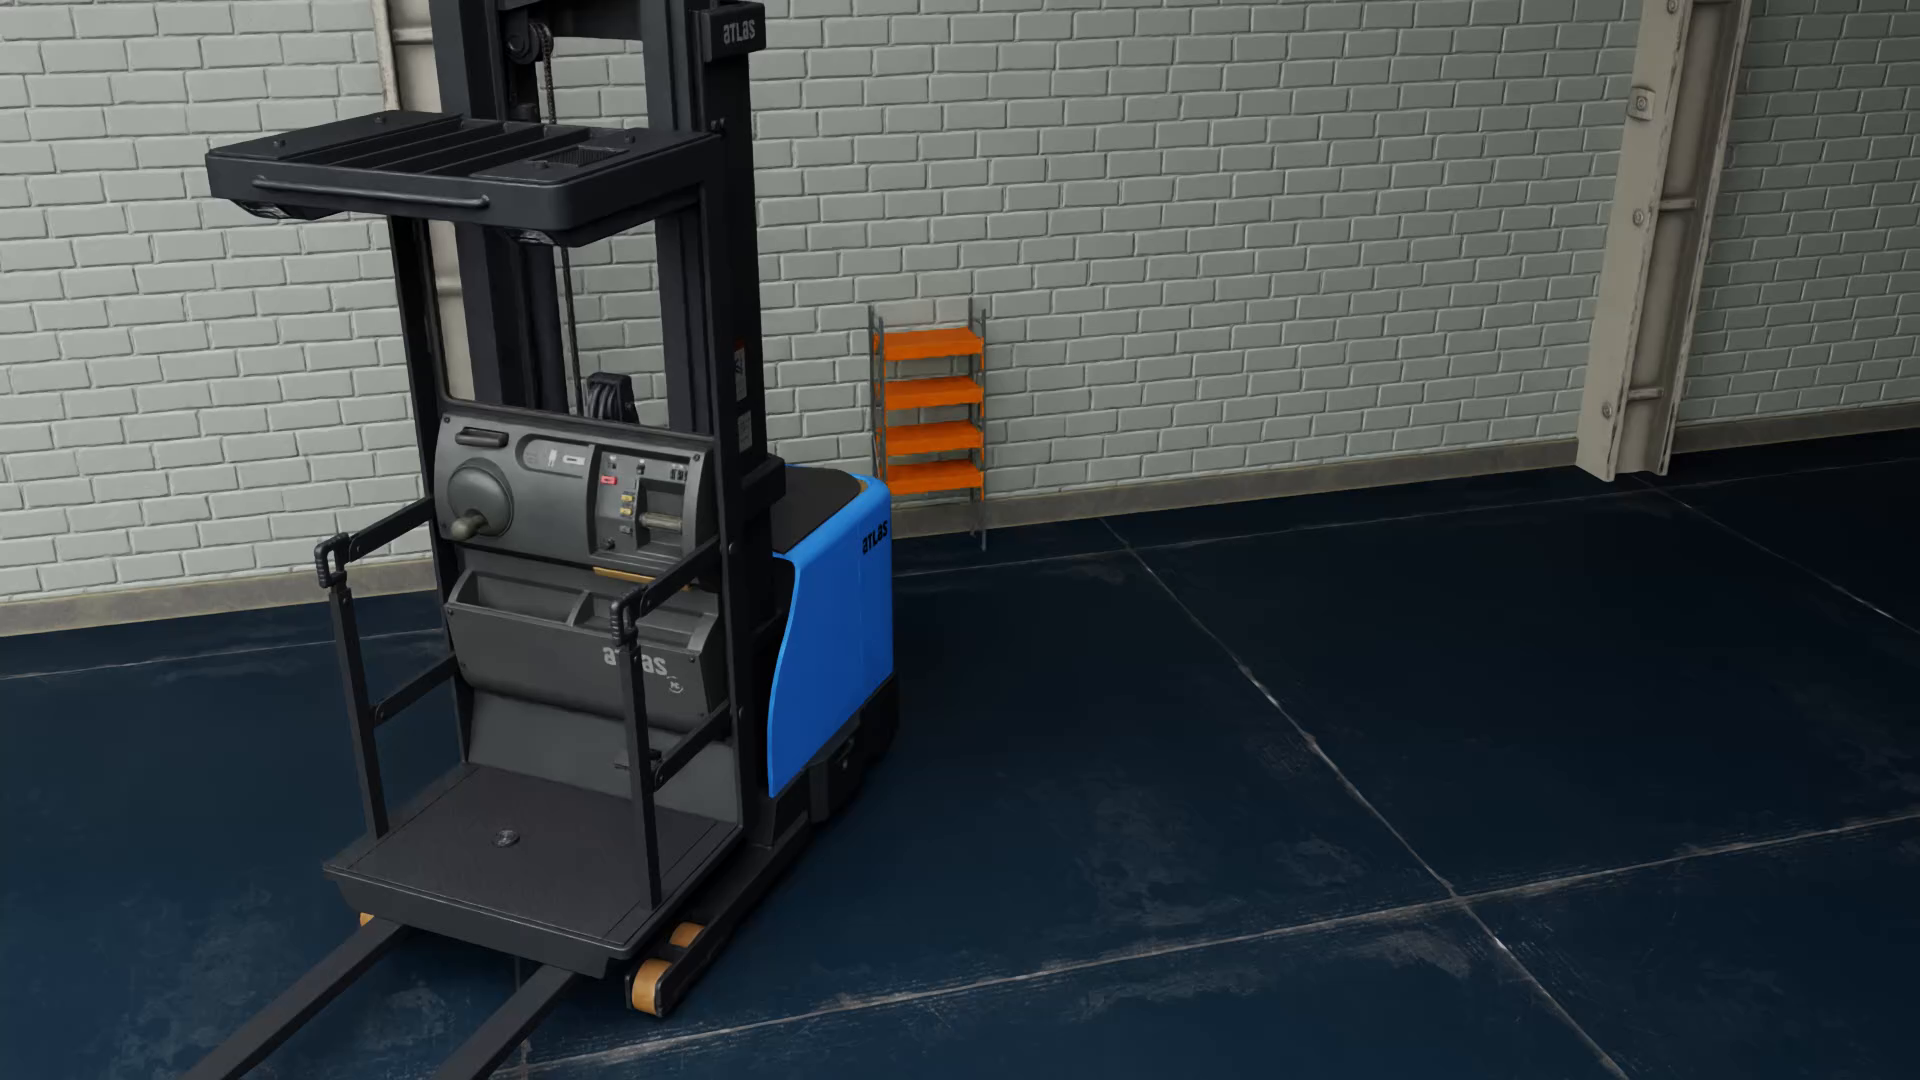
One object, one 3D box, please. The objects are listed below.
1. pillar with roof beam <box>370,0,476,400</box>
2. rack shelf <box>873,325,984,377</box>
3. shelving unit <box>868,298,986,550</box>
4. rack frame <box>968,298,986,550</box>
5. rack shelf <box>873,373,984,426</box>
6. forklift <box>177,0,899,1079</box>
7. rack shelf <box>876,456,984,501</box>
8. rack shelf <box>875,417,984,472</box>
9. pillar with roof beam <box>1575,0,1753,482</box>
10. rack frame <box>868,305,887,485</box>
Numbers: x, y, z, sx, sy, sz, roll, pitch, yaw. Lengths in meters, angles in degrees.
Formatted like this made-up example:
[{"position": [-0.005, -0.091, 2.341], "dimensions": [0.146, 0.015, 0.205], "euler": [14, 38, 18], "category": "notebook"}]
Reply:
[{"position": [-0.978, -2.256, 2.094], "dimensions": [0.400, 9.000, 9.100], "euler": [-6, 24, -14], "category": "pillar with roof beam"}, {"position": [-0.154, -0.888, 7.792], "dimensions": [0.480, 0.148, 0.258], "euler": [-6, 23, -15], "category": "rack shelf"}, {"position": [-0.151, -0.523, 7.938], "dimensions": [0.503, 1.200, 0.258], "euler": [-6, 23, -15], "category": "shelving unit"}, {"position": [0.083, -0.549, 8.000], "dimensions": [0.015, 1.200, 0.240], "euler": [-6, 23, -15], "category": "rack frame"}, {"position": [-0.152, -0.668, 7.880], "dimensions": [0.480, 0.148, 0.258], "euler": [-6, 23, -15], "category": "rack shelf"}, {"position": [-1.258, -0.120, 4.813], "dimensions": [1.130, 2.935, 3.031], "euler": [9, 25, 20], "category": "forklift"}, {"position": [-0.149, -0.276, 8.037], "dimensions": [0.480, 0.148, 0.258], "euler": [-6, 23, -15], "category": "rack shelf"}, {"position": [-0.151, -0.460, 7.963], "dimensions": [0.480, 0.148, 0.258], "euler": [-6, 23, -15], "category": "rack shelf"}, {"position": [4.799, -2.895, 3.584], "dimensions": [0.400, 9.000, 9.100], "euler": [-6, 24, -14], "category": "pillar with roof beam"}, {"position": [-0.385, -0.496, 7.876], "dimensions": [0.015, 1.200, 0.240], "euler": [-6, 23, -15], "category": "rack frame"}]
